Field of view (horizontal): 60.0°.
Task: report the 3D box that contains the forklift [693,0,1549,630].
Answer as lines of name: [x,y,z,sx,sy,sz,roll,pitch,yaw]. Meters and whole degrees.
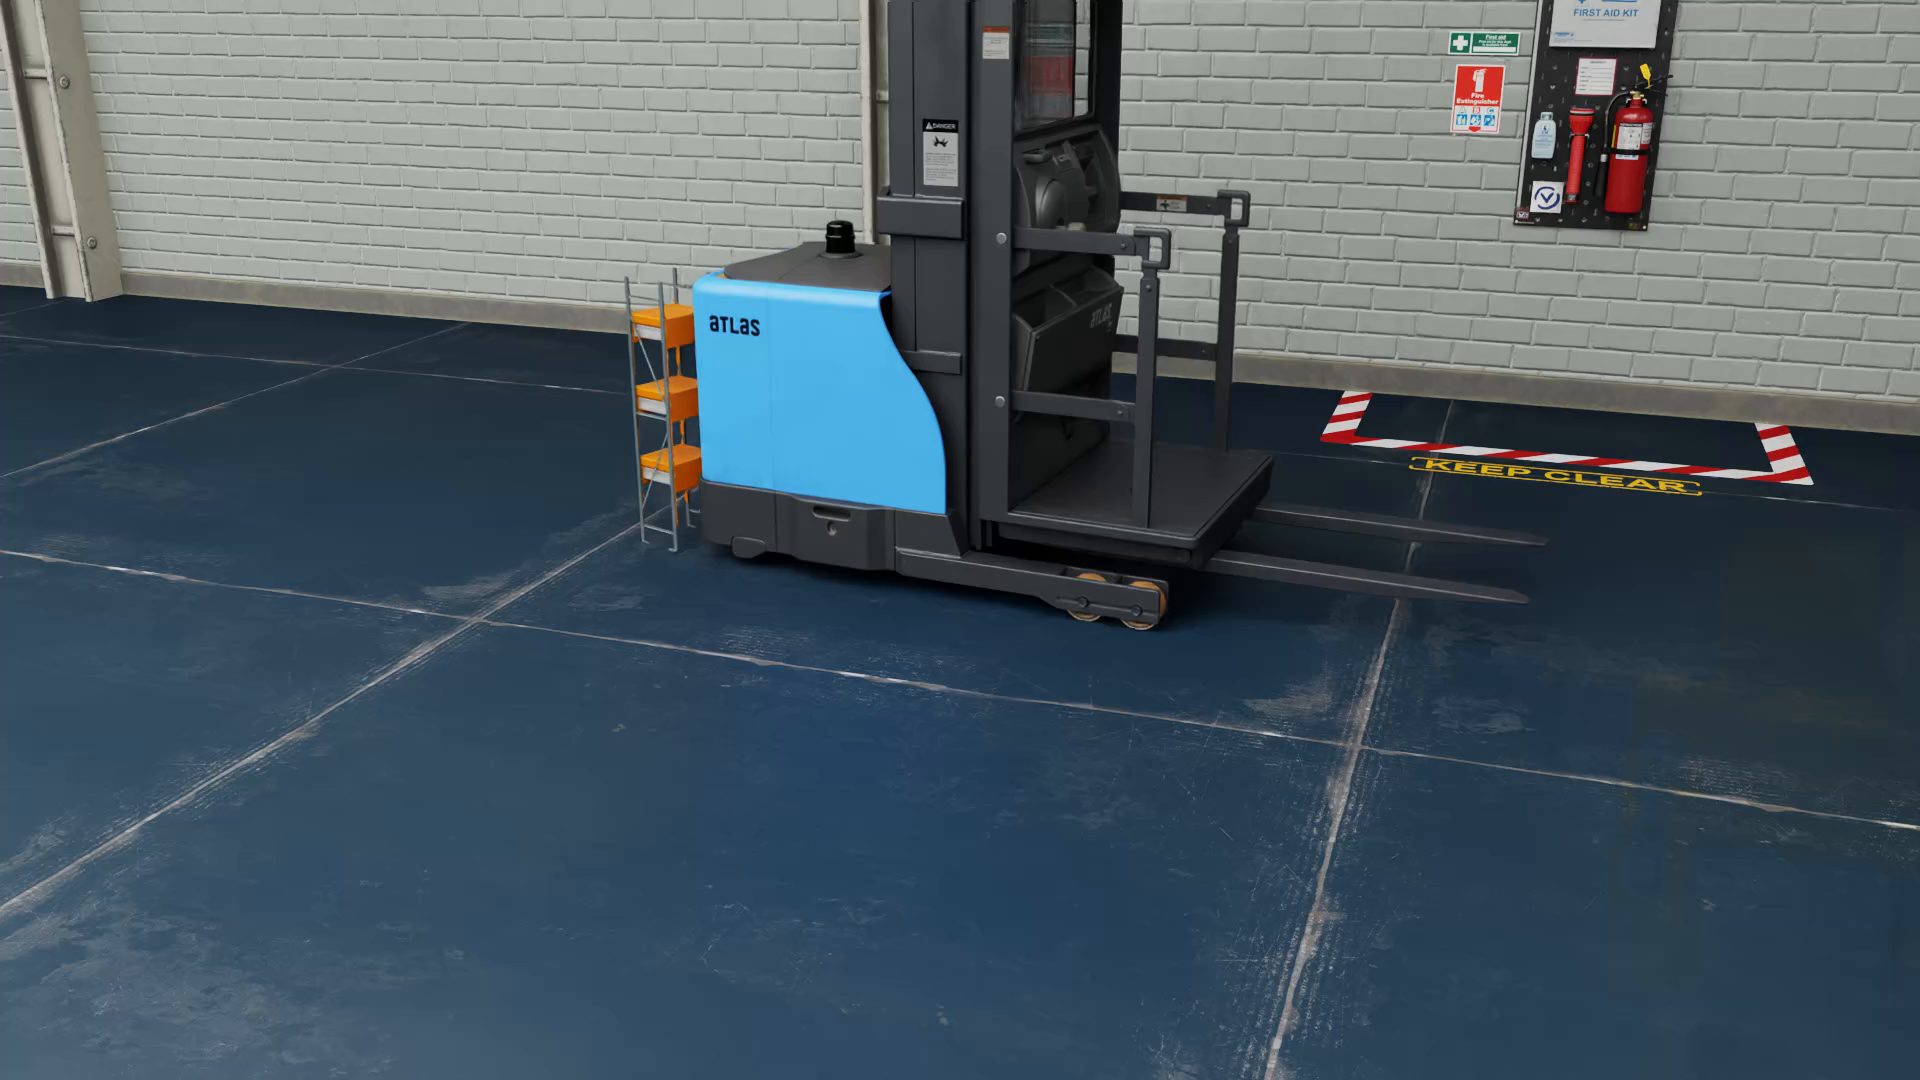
forklift: [0.568,-1.274,5.777,3.031,2.935,1.130,8,21,22]

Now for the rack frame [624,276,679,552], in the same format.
rack frame: [-1.173,-0.470,6.328,0.200,1.050,0.008,14,24,35]

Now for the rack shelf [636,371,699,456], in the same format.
rack shelf: [-1.099,-0.492,6.423,0.215,0.259,0.240,14,24,35]

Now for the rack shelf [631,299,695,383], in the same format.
rack shelf: [-1.099,-0.760,6.330,0.215,0.259,0.240,14,24,35]

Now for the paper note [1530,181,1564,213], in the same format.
paper note: [2.900,-1.694,8.218,0.142,0.148,0.016,7,20,18]

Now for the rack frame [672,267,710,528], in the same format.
rack frame: [-1.025,-0.533,6.511,0.200,1.050,0.008,14,24,35]

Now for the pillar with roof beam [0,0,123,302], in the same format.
pillar with roof beam: [-7.381,-4.581,6.048,0.400,9.000,9.100,7,20,18]

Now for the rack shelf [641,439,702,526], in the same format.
rack shelf: [-1.098,-0.229,6.514,0.215,0.259,0.240,14,24,35]

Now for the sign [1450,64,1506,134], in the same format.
sign: [2.556,-2.178,8.214,0.234,0.329,0.001,7,20,18]

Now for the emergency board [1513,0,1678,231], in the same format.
emergency board: [3.045,-2.070,7.957,0.643,1.169,0.194,7,20,18]

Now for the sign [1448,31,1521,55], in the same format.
sign: [2.558,-2.425,8.118,0.331,0.109,0.001,7,20,18]

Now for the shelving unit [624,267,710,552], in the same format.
shelving unit: [-1.099,-0.502,6.419,0.215,1.050,0.252,14,24,35]

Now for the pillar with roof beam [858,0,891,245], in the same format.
pillar with roof beam: [-1.714,-3.933,4.189,0.400,9.000,9.100,7,20,18]
